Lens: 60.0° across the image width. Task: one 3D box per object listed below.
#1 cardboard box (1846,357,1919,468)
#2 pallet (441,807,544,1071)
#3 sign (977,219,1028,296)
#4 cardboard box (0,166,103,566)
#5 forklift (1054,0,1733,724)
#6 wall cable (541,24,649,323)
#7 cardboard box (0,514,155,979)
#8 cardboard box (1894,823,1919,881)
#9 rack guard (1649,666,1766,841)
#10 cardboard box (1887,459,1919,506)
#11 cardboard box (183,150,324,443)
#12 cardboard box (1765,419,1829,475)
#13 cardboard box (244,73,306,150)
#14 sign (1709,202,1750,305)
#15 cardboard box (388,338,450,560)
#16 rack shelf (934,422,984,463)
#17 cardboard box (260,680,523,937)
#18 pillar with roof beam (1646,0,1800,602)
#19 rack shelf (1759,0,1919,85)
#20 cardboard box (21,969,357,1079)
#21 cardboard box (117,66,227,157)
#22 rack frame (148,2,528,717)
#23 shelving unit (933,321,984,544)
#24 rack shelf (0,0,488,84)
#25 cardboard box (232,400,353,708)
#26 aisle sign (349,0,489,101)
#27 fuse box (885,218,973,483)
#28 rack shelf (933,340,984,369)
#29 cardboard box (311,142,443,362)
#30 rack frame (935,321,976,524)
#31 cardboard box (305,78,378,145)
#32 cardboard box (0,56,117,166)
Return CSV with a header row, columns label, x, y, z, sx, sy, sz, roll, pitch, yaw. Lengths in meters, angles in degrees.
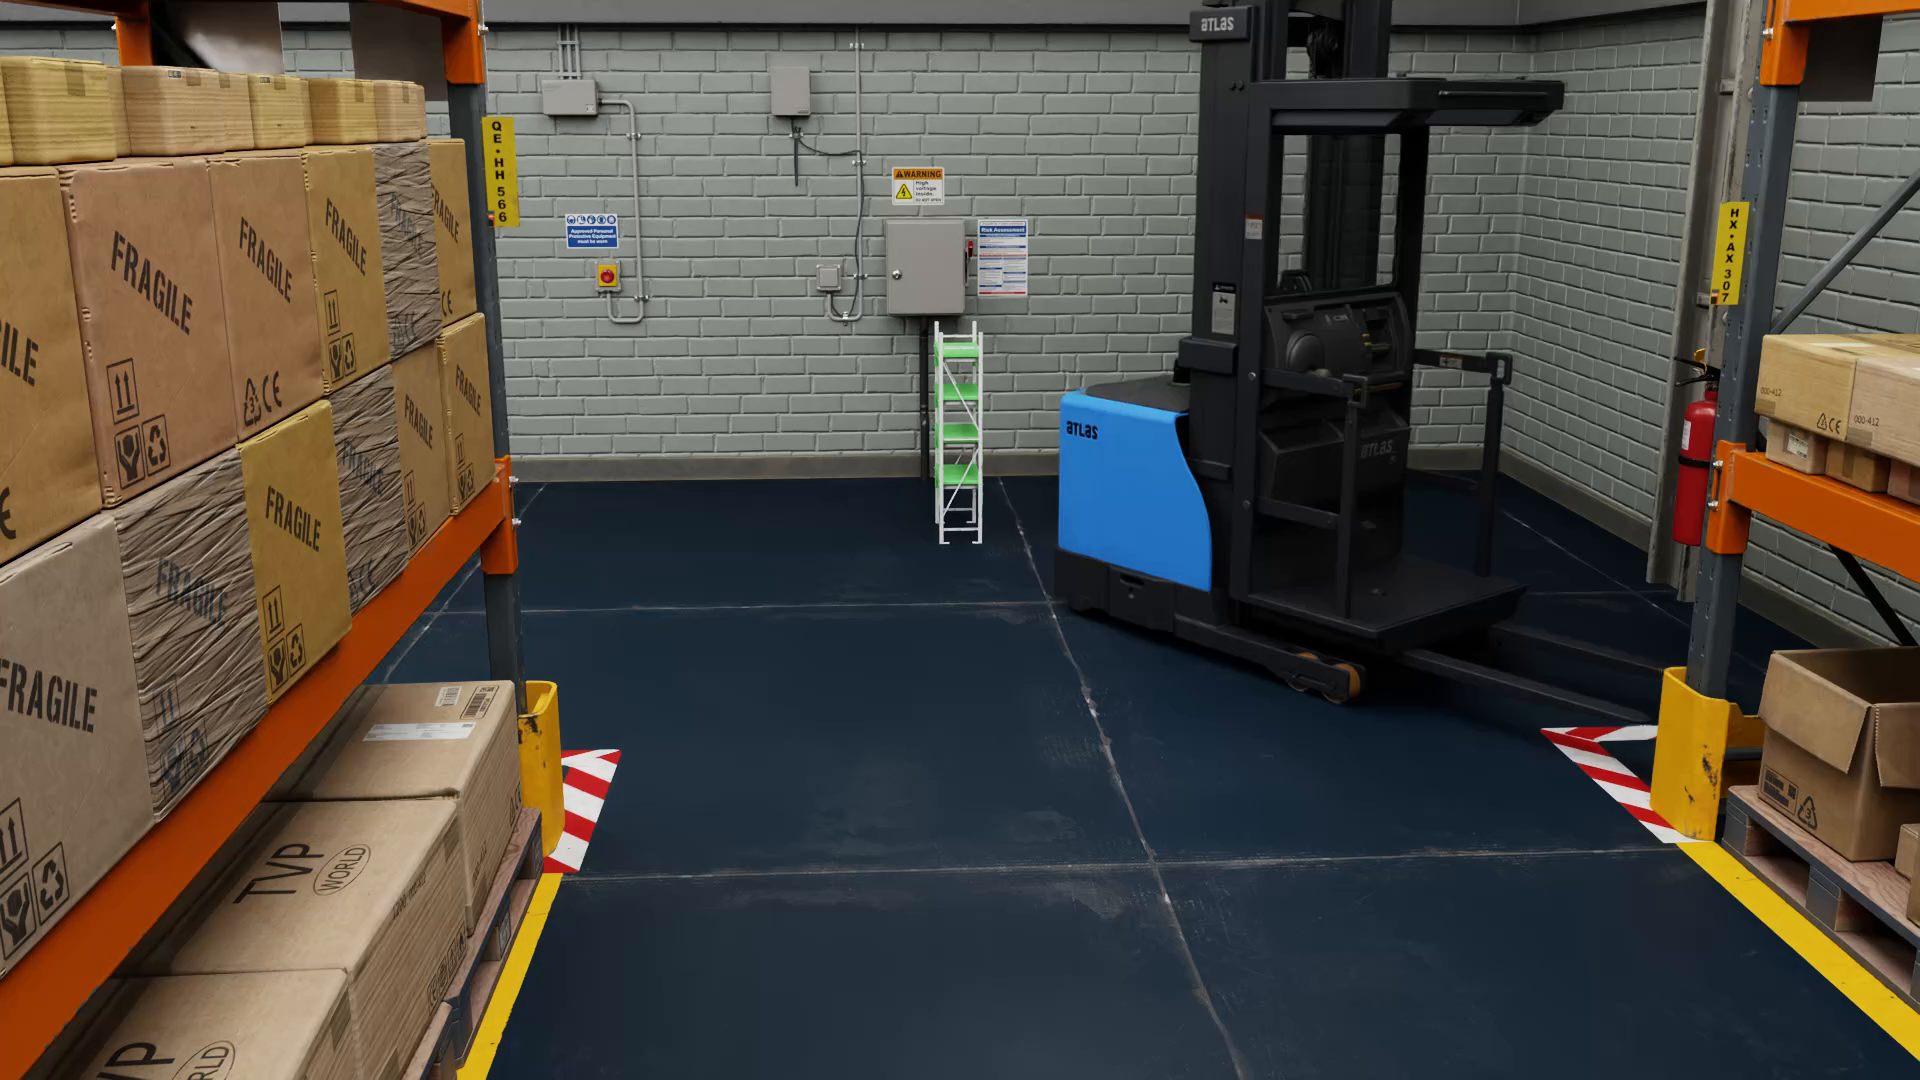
label,x,y,z,sx,sy,sz,roll,pitch,yaw
cardboard box,2.810,-0.339,4.528,0.500,0.250,0.500,-1,14,-3
pallet,-1.807,1.116,4.767,1.003,0.211,1.213,-1,14,-3
sign,0.279,-1.844,10.863,0.329,0.494,0.001,-1,14,-3
cardboard box,-1.500,-0.218,2.147,0.500,0.500,0.500,-1,14,-4
forklift,1.787,-0.882,7.074,1.130,2.935,3.031,-12,18,-38
wall cable,-2.307,-2.342,10.506,0.585,1.953,0.123,-1,14,-3
cardboard box,-1.482,0.268,2.264,0.500,0.500,0.500,-1,14,-3
cardboard box,2.950,0.927,4.782,0.380,0.149,0.250,-1,15,-6
rack guard,3.024,0.719,5.727,1.175,0.500,0.348,-1,14,-3
cardboard box,2.879,-0.175,4.691,0.380,0.149,0.250,-1,14,-4
cardboard box,-1.549,-0.471,3.131,0.500,0.500,0.500,-1,14,-4
cardboard box,2.766,-0.302,5.186,0.380,0.149,0.250,-1,14,-4
cardboard box,-1.579,-0.877,3.404,0.380,0.149,0.250,-1,14,-2
sign,2.478,-0.921,5.348,0.100,0.325,0.005,-1,14,-3
cardboard box,-1.624,-0.240,4.238,0.500,0.500,0.500,-1,14,-5
rack shelf,-0.010,-0.560,9.553,0.258,0.148,0.480,-1,14,-3
cardboard box,-1.794,0.768,4.822,0.875,0.438,0.875,-1,14,-5
pillar with roof beam,-0.545,-4.033,7.143,9.100,9.000,0.400,-1,14,-3
rack shelf,3.143,-1.117,3.271,1.077,0.370,4.000,-1,14,-3
cardboard box,-1.675,1.219,3.066,0.875,0.438,0.875,-1,14,-5
cardboard box,-1.523,-0.746,2.897,0.380,0.149,0.250,-1,14,-3
rack frame,-1.935,-0.432,5.187,1.000,3.000,0.127,-1,14,-3
shelving unit,-0.010,-0.622,9.537,0.258,1.200,0.503,-1,14,-3
rack shelf,-1.811,-1.039,2.970,1.077,0.370,4.000,-1,14,-3
cardboard box,-1.538,0.016,3.243,0.500,0.500,0.500,0,14,-2
aisle sign,-1.630,-1.714,4.952,0.394,0.787,0.004,-1,14,-3
fuse box,-0.202,-1.207,10.782,0.539,1.711,0.414,-1,14,-3
rack shelf,-0.010,-1.025,9.433,0.258,0.148,0.480,-1,14,-3
cardboard box,-1.605,-0.719,4.095,0.500,0.500,0.500,-1,14,-3
rack frame,-0.025,-0.683,9.773,0.240,1.200,0.015,-1,14,-3
cardboard box,-1.598,-1.004,3.900,0.380,0.149,0.250,-1,14,-2
cardboard box,-1.479,-0.623,2.417,0.380,0.149,0.250,-1,14,-5
